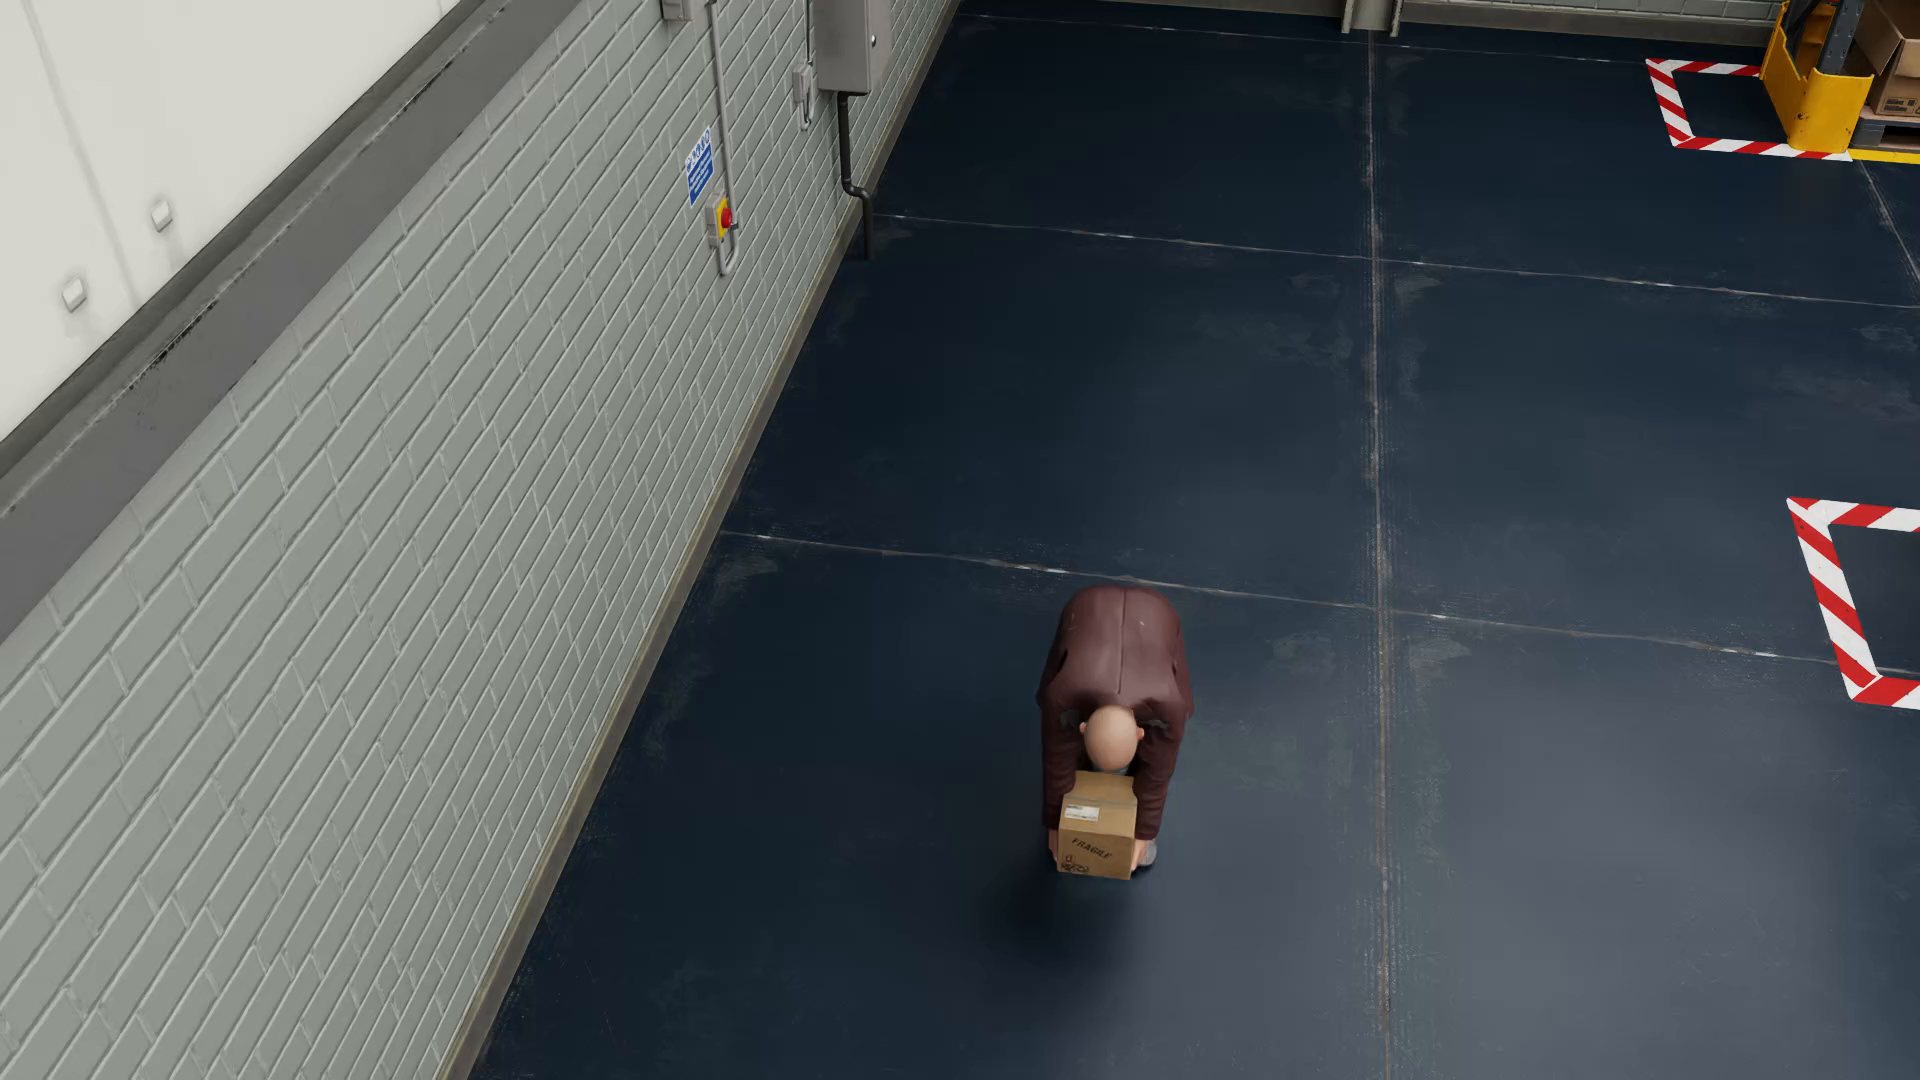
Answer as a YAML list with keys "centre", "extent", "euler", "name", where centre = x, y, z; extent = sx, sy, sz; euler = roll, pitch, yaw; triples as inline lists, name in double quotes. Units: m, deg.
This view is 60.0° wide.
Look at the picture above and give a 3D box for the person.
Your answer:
- centre: [0.513, 0.758, 5.713]
  extent: [0.559, 1.203, 0.939]
  euler: [5, 40, 6]
  name: "person"
